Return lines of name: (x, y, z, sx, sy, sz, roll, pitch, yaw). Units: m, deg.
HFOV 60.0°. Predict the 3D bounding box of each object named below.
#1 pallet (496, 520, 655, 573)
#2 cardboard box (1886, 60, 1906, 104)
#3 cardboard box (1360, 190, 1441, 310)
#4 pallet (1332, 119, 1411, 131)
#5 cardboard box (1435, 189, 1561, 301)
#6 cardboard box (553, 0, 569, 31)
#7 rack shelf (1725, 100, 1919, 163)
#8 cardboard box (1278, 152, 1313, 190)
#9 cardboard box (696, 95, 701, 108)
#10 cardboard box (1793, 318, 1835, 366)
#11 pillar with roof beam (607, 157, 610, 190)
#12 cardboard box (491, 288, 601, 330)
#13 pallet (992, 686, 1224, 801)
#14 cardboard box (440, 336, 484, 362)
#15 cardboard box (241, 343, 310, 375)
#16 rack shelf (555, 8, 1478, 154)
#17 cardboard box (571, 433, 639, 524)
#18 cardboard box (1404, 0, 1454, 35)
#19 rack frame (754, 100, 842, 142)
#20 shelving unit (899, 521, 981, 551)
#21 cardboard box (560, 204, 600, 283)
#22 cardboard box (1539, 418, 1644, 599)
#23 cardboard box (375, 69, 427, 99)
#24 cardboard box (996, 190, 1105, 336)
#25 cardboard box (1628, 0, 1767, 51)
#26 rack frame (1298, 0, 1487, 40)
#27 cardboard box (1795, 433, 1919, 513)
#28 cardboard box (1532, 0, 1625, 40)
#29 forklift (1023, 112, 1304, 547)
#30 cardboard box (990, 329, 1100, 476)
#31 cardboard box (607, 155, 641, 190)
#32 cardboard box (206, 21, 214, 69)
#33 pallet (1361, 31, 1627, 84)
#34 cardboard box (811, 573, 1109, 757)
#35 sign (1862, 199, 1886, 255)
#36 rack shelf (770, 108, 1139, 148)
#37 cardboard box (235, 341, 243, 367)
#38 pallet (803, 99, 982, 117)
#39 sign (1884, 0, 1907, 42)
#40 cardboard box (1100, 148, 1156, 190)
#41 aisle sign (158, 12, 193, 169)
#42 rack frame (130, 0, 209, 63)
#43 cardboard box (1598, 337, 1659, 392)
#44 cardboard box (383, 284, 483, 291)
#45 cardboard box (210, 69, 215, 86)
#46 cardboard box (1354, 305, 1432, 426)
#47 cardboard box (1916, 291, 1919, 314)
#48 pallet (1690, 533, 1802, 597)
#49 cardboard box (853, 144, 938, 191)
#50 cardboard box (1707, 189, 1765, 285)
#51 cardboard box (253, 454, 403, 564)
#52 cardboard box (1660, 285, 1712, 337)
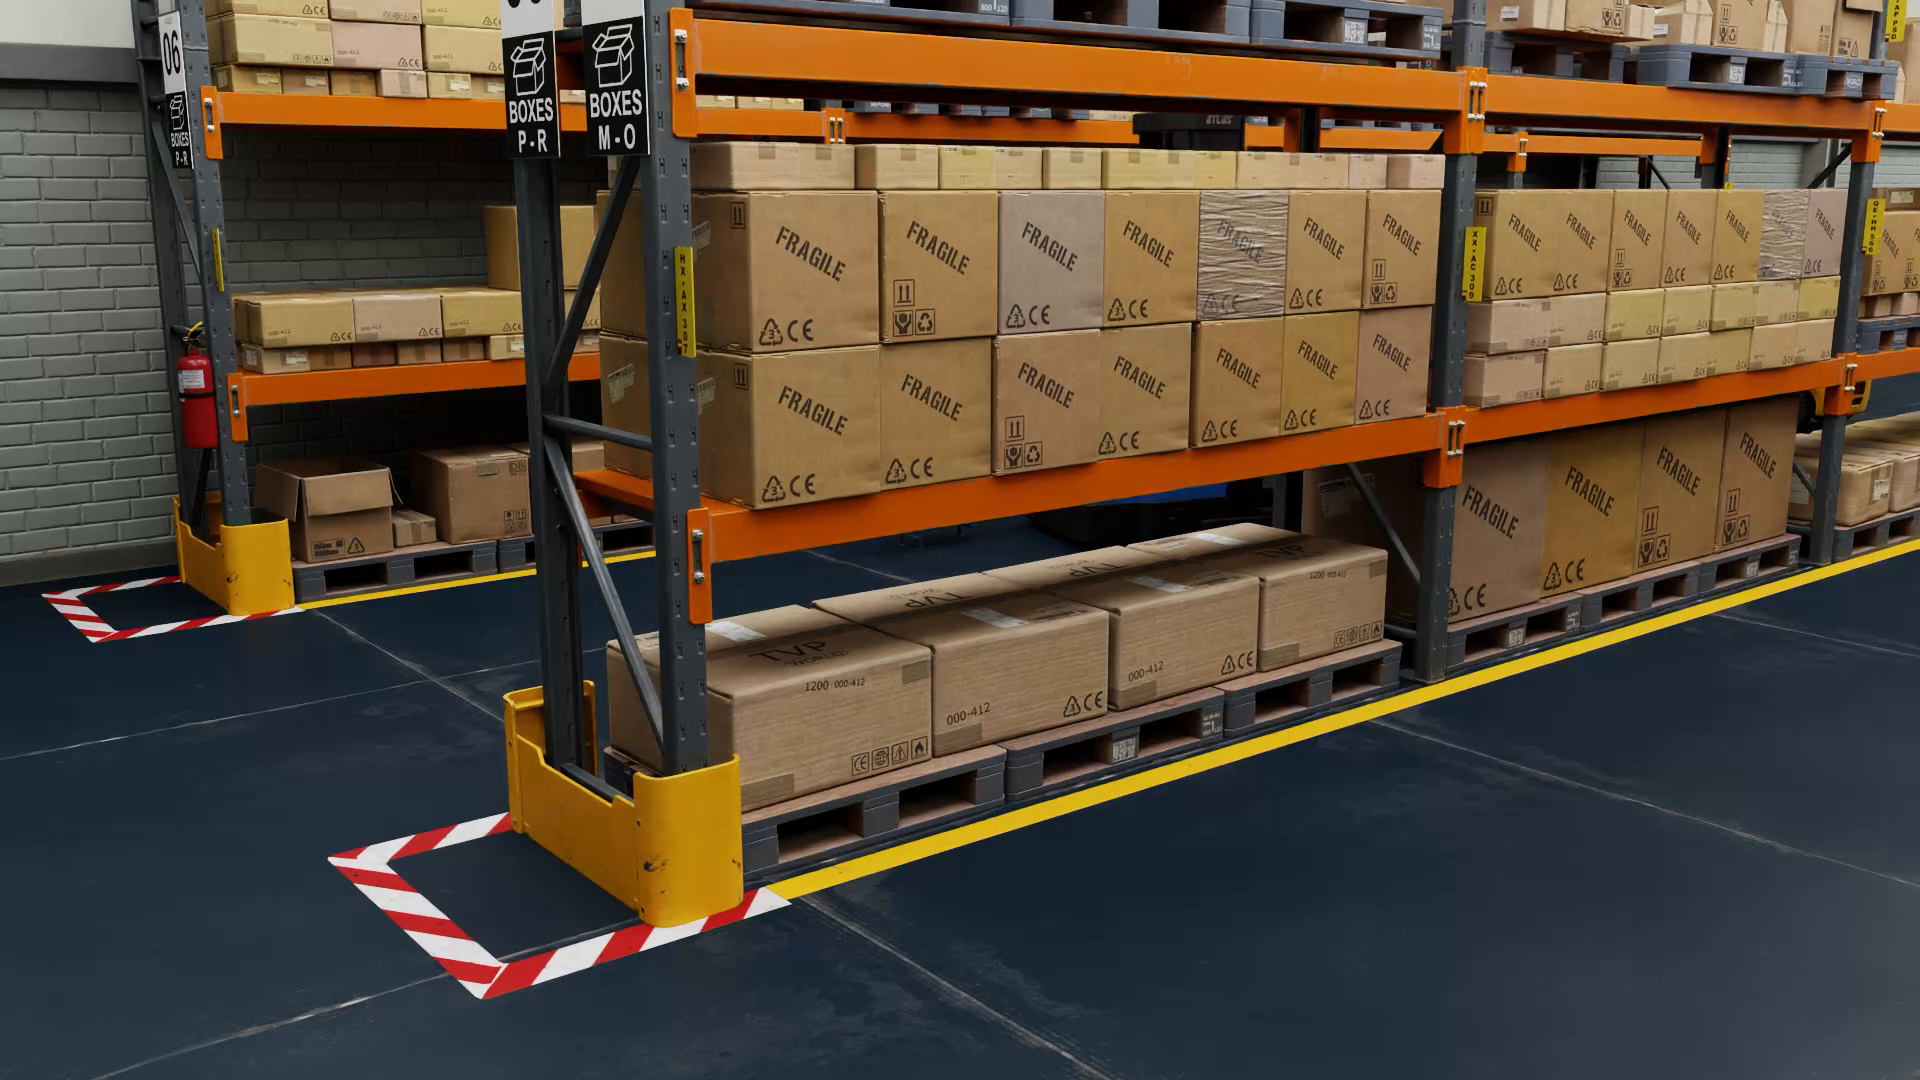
pallet: (-2.640, -0.056, 10.884, 1.213, 0.211, 1.003, -9, 15, -38)
cardboard box: (5.629, -2.831, 10.339, 0.258, 0.266, 0.396, -9, 15, -38)
cardboard box: (1.758, -1.296, 7.360, 0.500, 0.500, 0.500, -10, 15, -38)
pallet: (3.319, -3.810, 15.084, 1.213, 0.211, 1.003, -9, 15, -35)
cardboard box: (2.477, -1.412, 7.909, 0.500, 0.500, 0.500, -9, 15, -37)
cardboard box: (-2.585, -3.148, 9.952, 0.500, 0.250, 0.500, -9, 15, -36)
rack shelf: (6.639, -2.757, 11.404, 4.000, 0.370, 1.077, -9, 15, -38)
cardboard box: (1.252, -1.544, 6.970, 0.250, 0.149, 0.380, -10, 15, -38)
cardboard box: (-1.849, -2.822, 10.581, 0.250, 0.149, 0.380, -10, 15, -38)
cardboard box: (4.845, -1.201, 9.927, 0.500, 0.250, 0.500, -10, 16, -40)
pillar with roof beam: (0.433, -3.960, 8.115, 0.400, 9.000, 9.100, -9, 15, -38)
cardboard box: (-2.577, -1.438, 10.324, 0.500, 0.250, 0.500, -10, 16, -39)
pallet: (0.358, 0.746, 7.109, 1.213, 0.211, 1.003, -9, 15, -38)
cardboard box: (-3.052, -1.163, 9.988, 0.250, 0.149, 0.380, -9, 15, -37)
cardboard box: (-3.845, -1.024, 9.336, 0.250, 0.149, 0.380, -10, 15, -38)
rack shelf: (0.393, -1.719, 6.515, 4.000, 0.370, 1.077, -9, 15, -38)
cardboard box: (-2.234, -0.435, 10.963, 0.500, 0.500, 0.700, -10, 16, -40)
cardboard box: (2.511, -2.641, 8.327, 0.500, 0.311, 0.500, -9, 15, -38)
rack frame: (-1.149, -1.668, 11.763, 0.127, 3.000, 1.000, -9, 15, -38)
shelving unit: (-0.129, -0.565, 10.903, 0.503, 1.200, 0.258, -9, 15, -38)
cardboard box: (-2.479, -1.957, 10.963, 0.500, 0.500, 0.500, -10, 16, -39)
cardboard box: (3.089, -0.242, 9.149, 0.875, 0.875, 0.875, -9, 15, -36)
cardboard box: (-3.221, -2.582, 9.448, 0.250, 0.149, 0.380, -9, 15, -36)
cardboard box: (0.180, -1.035, 6.133, 0.500, 0.500, 0.500, -10, 15, -38)
cardboard box: (3.883, -2.828, 8.754, 0.500, 0.500, 0.500, -9, 15, -37)
rack frame: (1.954, -3.798, 7.351, 0.127, 3.000, 1.000, -9, 15, -38)
cardboard box: (6.096, -0.471, 11.442, 0.625, 0.372, 0.950, -10, 15, -39)
cardboard box: (2.824, -2.652, 7.926, 0.500, 0.500, 0.500, -10, 15, -39)
forklift: (2.015, -1.549, 11.368, 3.031, 2.935, 1.130, -4, 13, -19)
cardboard box: (0.171, -0.542, 6.221, 0.500, 0.500, 0.500, -10, 15, -38)
cardboard box: (-1.014, -1.279, 5.720, 0.250, 0.149, 0.380, -9, 15, -37)
cardboard box: (-4.096, -2.790, 9.472, 0.500, 0.250, 0.500, -10, 15, -39)
pallet: (2.639, -2.364, 8.280, 1.217, 0.209, 0.805, -10, 16, -40)
cardboard box: (-0.007, 0.481, 6.798, 0.875, 0.438, 0.875, -9, 15, -36)
sign: (5.427, -1.859, 9.876, 0.005, 0.325, 0.100, -9, 15, -38)
rack shelf: (0.412, -3.043, 12.748, 4.000, 0.370, 1.077, -9, 15, -38)
cardboard box: (-4.182, -1.113, 9.752, 0.250, 0.149, 0.380, -10, 15, -38)
pallet: (-0.596, -3.117, 11.816, 1.003, 0.211, 1.213, -9, 15, -38)
sign: (5.418, -3.050, 9.616, 0.005, 0.325, 0.100, -9, 15, -38)
cardboard box: (0.518, -1.395, 6.269, 0.250, 0.149, 0.380, -10, 16, -39)
aisle sign: (-4.143, -2.364, 8.783, 0.004, 0.787, 0.394, -9, 15, -38)
rack frame: (-4.273, -4.084, 8.696, 0.127, 3.000, 1.000, -9, 15, -38)
cardboard box: (3.276, -0.936, 8.675, 0.500, 0.250, 0.500, -10, 15, -38)
cardboard box: (-3.286, -1.454, 10.400, 0.500, 0.250, 0.500, -9, 15, -36)
cardboard box: (-4.168, -2.573, 9.406, 0.250, 0.149, 0.380, -9, 15, -36)
cardboard box: (1.752, -0.811, 7.485, 0.500, 0.500, 0.500, -9, 15, -37)
cardboard box: (6.160, -1.569, 10.889, 0.250, 0.149, 0.380, -9, 15, -37)
pallet: (4.415, 0.072, 10.284, 1.213, 0.211, 1.003, -9, 15, -38)
cardboard box: (-0.284, -1.262, 5.639, 0.250, 0.149, 0.380, -9, 15, -36)
cardboard box: (4.050, -1.680, 9.170, 0.500, 0.500, 0.500, -9, 15, -38)
cardboard box: (-3.736, -0.197, 9.836, 0.637, 0.503, 0.797, -10, 16, -40)
cardboard box: (3.668, -1.245, 8.930, 0.500, 0.250, 0.500, -10, 16, -39)
